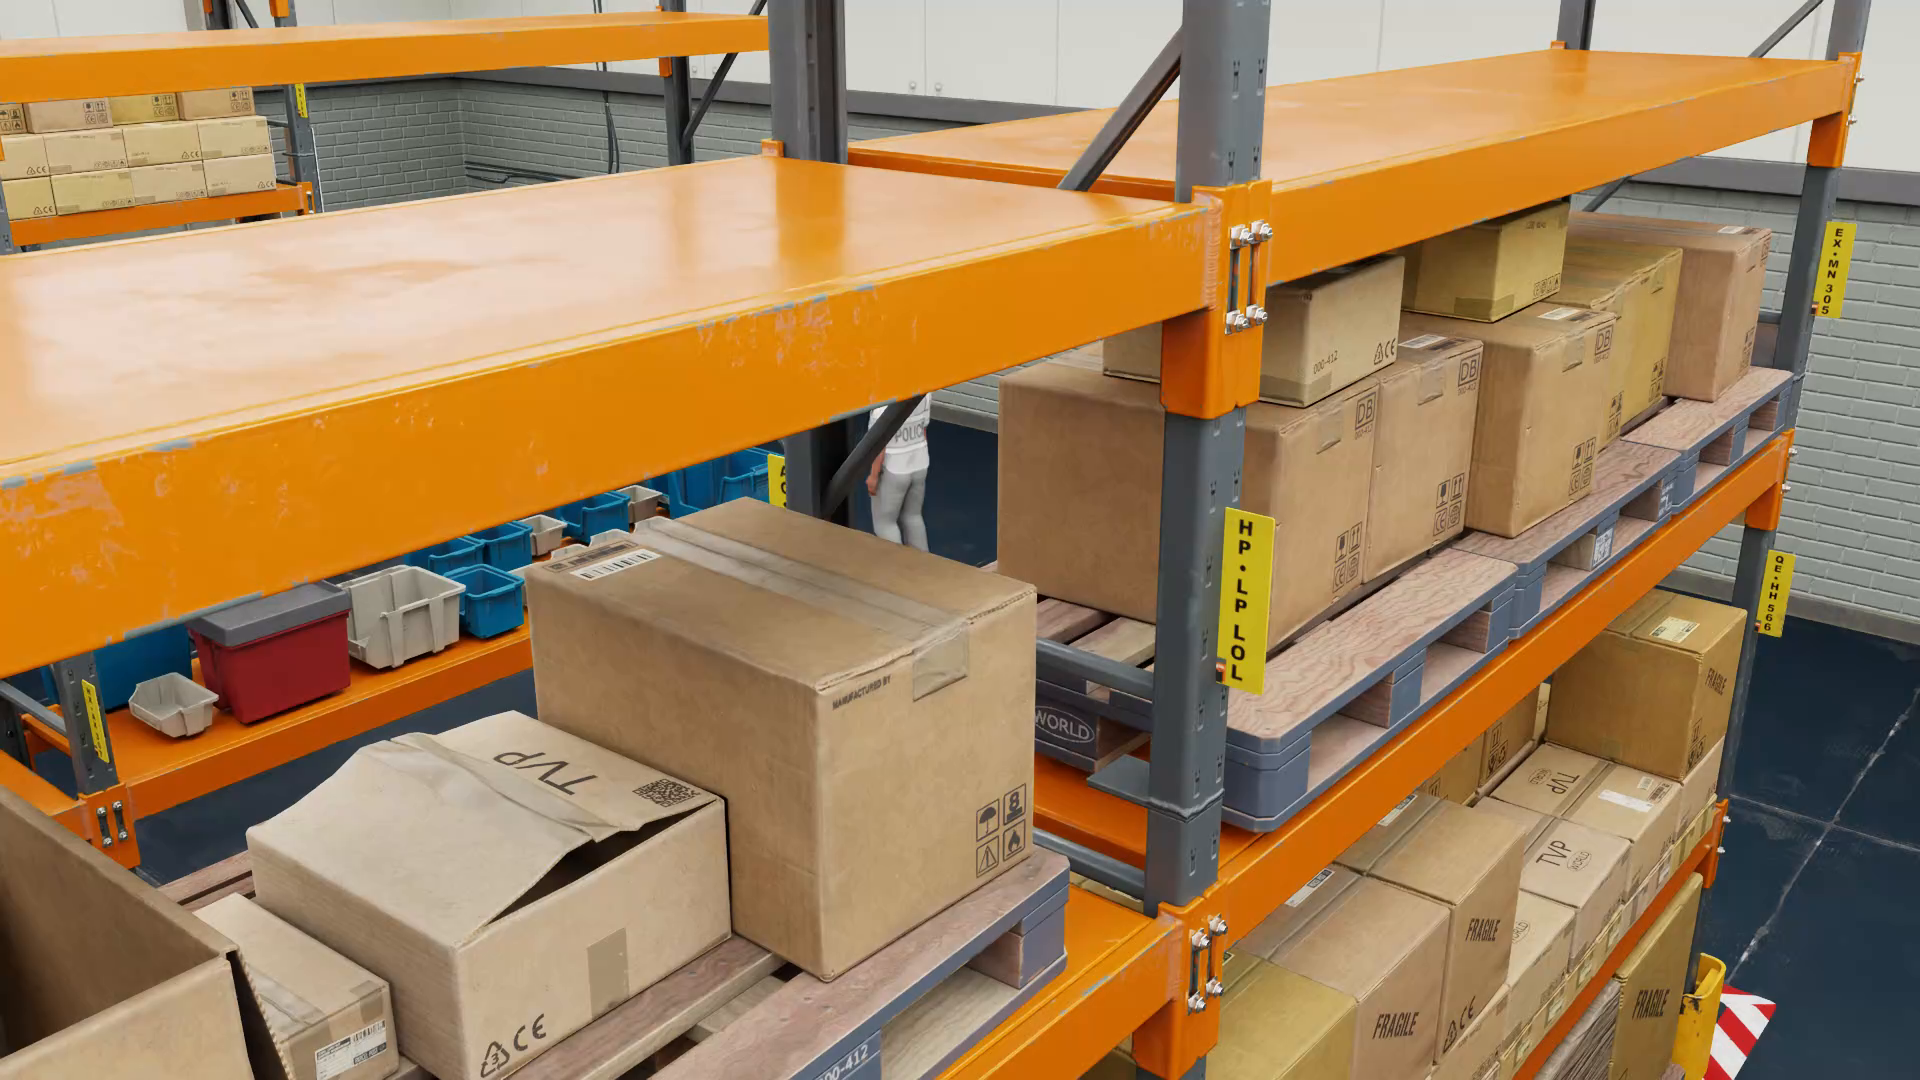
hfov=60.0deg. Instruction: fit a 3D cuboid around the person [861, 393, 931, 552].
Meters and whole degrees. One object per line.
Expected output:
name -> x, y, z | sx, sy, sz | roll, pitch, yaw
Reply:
person -> -0.456, -0.501, 11.958 | 0.392, 1.742, 0.529 | 16, 26, 38
